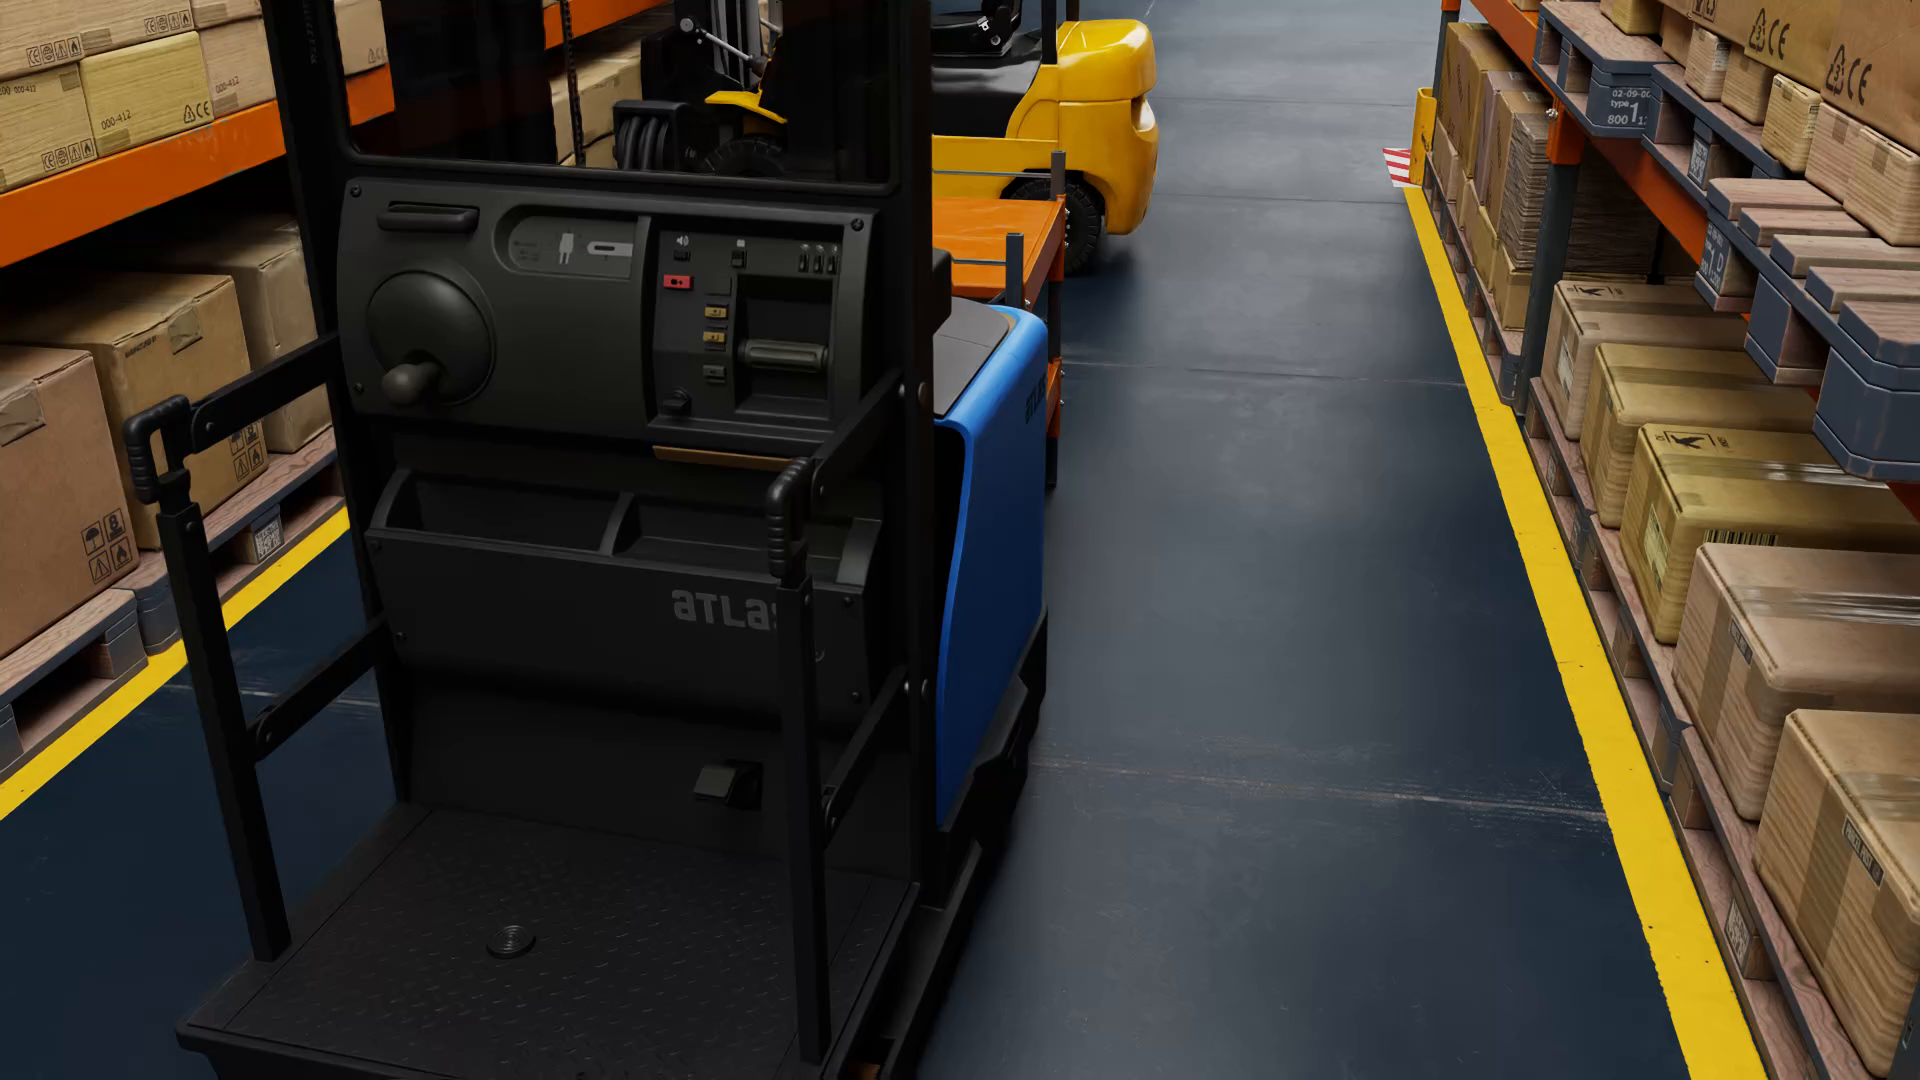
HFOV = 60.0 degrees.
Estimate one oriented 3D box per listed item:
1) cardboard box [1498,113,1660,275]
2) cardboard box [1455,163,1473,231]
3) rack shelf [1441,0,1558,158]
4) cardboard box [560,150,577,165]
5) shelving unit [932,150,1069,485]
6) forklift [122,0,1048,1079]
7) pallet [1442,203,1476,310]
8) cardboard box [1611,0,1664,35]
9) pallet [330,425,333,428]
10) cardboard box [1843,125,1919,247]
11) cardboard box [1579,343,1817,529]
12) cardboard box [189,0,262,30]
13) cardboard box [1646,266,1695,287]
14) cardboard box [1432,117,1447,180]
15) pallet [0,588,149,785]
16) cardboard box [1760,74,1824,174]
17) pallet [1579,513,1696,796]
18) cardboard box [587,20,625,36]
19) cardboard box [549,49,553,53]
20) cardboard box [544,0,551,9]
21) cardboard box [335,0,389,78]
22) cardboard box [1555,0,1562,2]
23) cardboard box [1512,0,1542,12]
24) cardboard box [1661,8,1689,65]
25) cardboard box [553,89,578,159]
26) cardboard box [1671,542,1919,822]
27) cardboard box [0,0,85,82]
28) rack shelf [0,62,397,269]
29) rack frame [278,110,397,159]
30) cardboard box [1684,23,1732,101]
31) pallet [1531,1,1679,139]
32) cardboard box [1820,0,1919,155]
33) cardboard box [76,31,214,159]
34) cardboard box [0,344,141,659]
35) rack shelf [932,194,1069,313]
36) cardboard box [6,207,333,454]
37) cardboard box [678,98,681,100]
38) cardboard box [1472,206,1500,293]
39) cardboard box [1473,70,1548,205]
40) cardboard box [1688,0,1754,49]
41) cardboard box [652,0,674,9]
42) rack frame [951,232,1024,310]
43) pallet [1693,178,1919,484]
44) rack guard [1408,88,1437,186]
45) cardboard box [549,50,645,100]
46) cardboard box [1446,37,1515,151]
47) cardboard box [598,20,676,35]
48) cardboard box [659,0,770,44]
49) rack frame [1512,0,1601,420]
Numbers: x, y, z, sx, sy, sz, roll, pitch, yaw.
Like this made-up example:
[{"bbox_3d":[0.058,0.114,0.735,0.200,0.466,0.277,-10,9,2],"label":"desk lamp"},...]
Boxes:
[{"bbox_3d":[2.416,-1.353,6.465,0.500,0.500,0.500,4,25,8],"label":"cardboard box"},{"bbox_3d":[2.665,-1.660,8.006,0.500,0.250,0.500,6,26,12],"label":"cardboard box"},{"bbox_3d":[2.911,-2.313,7.502,1.077,0.370,4.000,4,25,9],"label":"rack shelf"},{"bbox_3d":[-1.930,-1.497,7.068,0.500,0.250,0.500,4,25,8],"label":"cardboard box"},{"bbox_3d":[-0.001,-0.507,5.005,0.538,1.125,1.048,4,25,9],"label":"shelving unit"},{"bbox_3d":[-0.644,-0.345,2.529,1.130,2.935,3.031,6,26,13],"label":"forklift"},{"bbox_3d":[2.856,-1.334,7.852,1.003,0.211,1.213,4,25,9],"label":"pallet"},{"bbox_3d":[2.132,-1.566,4.857,0.380,0.149,0.250,5,25,10],"label":"cardboard box"},{"bbox_3d":[-2.396,-0.571,6.220,1.003,0.211,1.213,4,25,9],"label":"pallet"},{"bbox_3d":[1.721,-0.585,2.762,0.380,0.149,0.250,4,25,8],"label":"cardboard box"},{"bbox_3d":[2.386,-0.282,4.918,0.950,0.372,0.625,6,26,12],"label":"cardboard box"},{"bbox_3d":[-2.308,-1.651,4.826,0.500,0.250,0.500,5,25,10],"label":"cardboard box"},{"bbox_3d":[2.946,-0.975,6.543,0.500,0.250,0.500,3,25,6],"label":"cardboard box"},{"bbox_3d":[2.833,-2.102,8.950,0.500,0.250,0.500,4,25,8],"label":"cardboard box"},{"bbox_3d":[-2.795,0.450,4.040,1.003,0.211,1.213,4,25,9],"label":"pallet"},{"bbox_3d":[1.801,-0.806,3.234,0.380,0.149,0.250,4,25,9],"label":"cardboard box"},{"bbox_3d":[2.261,0.298,4.364,1.003,0.211,1.213,4,25,9],"label":"pallet"},{"bbox_3d":[-2.096,-2.610,8.856,0.500,0.250,0.500,4,25,8],"label":"cardboard box"},{"bbox_3d":[-2.260,-2.185,7.949,0.500,0.250,0.500,4,25,9],"label":"cardboard box"},{"bbox_3d":[-1.984,-2.357,6.630,0.500,0.500,0.500,3,25,7],"label":"cardboard box"},{"bbox_3d":[-2.215,-1.637,5.386,0.500,0.250,0.500,4,25,8],"label":"cardboard box"},{"bbox_3d":[2.335,-1.844,5.948,0.380,0.149,0.250,4,25,8],"label":"cardboard box"},{"bbox_3d":[2.498,-2.269,6.856,0.380,0.149,0.250,4,25,8],"label":"cardboard box"},{"bbox_3d":[2.078,-1.337,4.369,0.380,0.149,0.250,4,25,9],"label":"cardboard box"},{"bbox_3d":[-1.925,-1.723,6.961,0.500,0.250,0.500,4,25,8],"label":"cardboard box"},{"bbox_3d":[2.145,0.326,3.620,0.950,0.372,0.625,4,25,8],"label":"cardboard box"},{"bbox_3d":[-2.468,-1.226,3.918,0.500,0.250,0.500,3,25,7],"label":"cardboard box"},{"bbox_3d":[-2.641,-0.982,4.659,1.077,0.370,4.000,4,25,9],"label":"rack shelf"},{"bbox_3d":[-2.314,-2.145,6.293,1.000,3.000,0.127,4,25,9],"label":"rack frame"},{"bbox_3d":[1.941,-1.126,3.919,0.380,0.149,0.250,5,26,11],"label":"cardboard box"},{"bbox_3d":[2.315,-1.406,4.941,1.003,0.211,1.213,4,25,9],"label":"pallet"},{"bbox_3d":[1.804,-0.926,2.726,0.500,0.500,0.500,4,25,8],"label":"cardboard box"},{"bbox_3d":[-2.403,-1.215,4.485,0.500,0.250,0.500,5,26,10],"label":"cardboard box"},{"bbox_3d":[-2.753,-0.120,4.274,0.875,0.625,0.625,5,26,10],"label":"cardboard box"},{"bbox_3d":[-0.001,-0.772,4.881,0.538,0.278,1.000,4,25,9],"label":"rack shelf"},{"bbox_3d":[-2.522,-0.716,5.548,0.875,0.625,0.625,4,25,8],"label":"cardboard box"},{"bbox_3d":[-1.673,-2.128,8.417,0.500,0.250,0.500,4,25,8],"label":"cardboard box"},{"bbox_3d":[2.492,-1.236,7.101,0.500,0.250,0.500,3,25,7],"label":"cardboard box"},{"bbox_3d":[2.579,-1.779,7.376,0.500,0.500,0.500,5,26,11],"label":"cardboard box"},{"bbox_3d":[1.975,-1.365,3.664,0.500,0.500,0.500,3,25,6],"label":"cardboard box"},{"bbox_3d":[-1.925,-3.027,9.748,0.500,0.250,0.500,4,25,8],"label":"cardboard box"},{"bbox_3d":[-0.084,-0.294,4.551,0.500,1.125,0.032,4,25,9],"label":"rack frame"},{"bbox_3d":[1.941,-0.348,2.681,1.213,0.211,1.003,4,25,9],"label":"pallet"},{"bbox_3d":[3.225,-2.311,9.598,1.175,0.500,0.348,4,25,9],"label":"rack guard"},{"bbox_3d":[-1.762,-2.145,7.863,0.500,0.250,0.500,5,26,10],"label":"cardboard box"},{"bbox_3d":[2.748,-2.213,8.302,0.500,0.500,0.500,3,25,7],"label":"cardboard box"},{"bbox_3d":[-1.578,-2.575,8.782,0.500,0.250,0.500,4,25,9],"label":"cardboard box"},{"bbox_3d":[-1.428,-3.001,9.692,0.500,0.250,0.500,5,26,10],"label":"cardboard box"},{"bbox_3d":[2.584,-1.802,5.562,1.000,3.000,0.127,4,25,9],"label":"rack frame"}]
